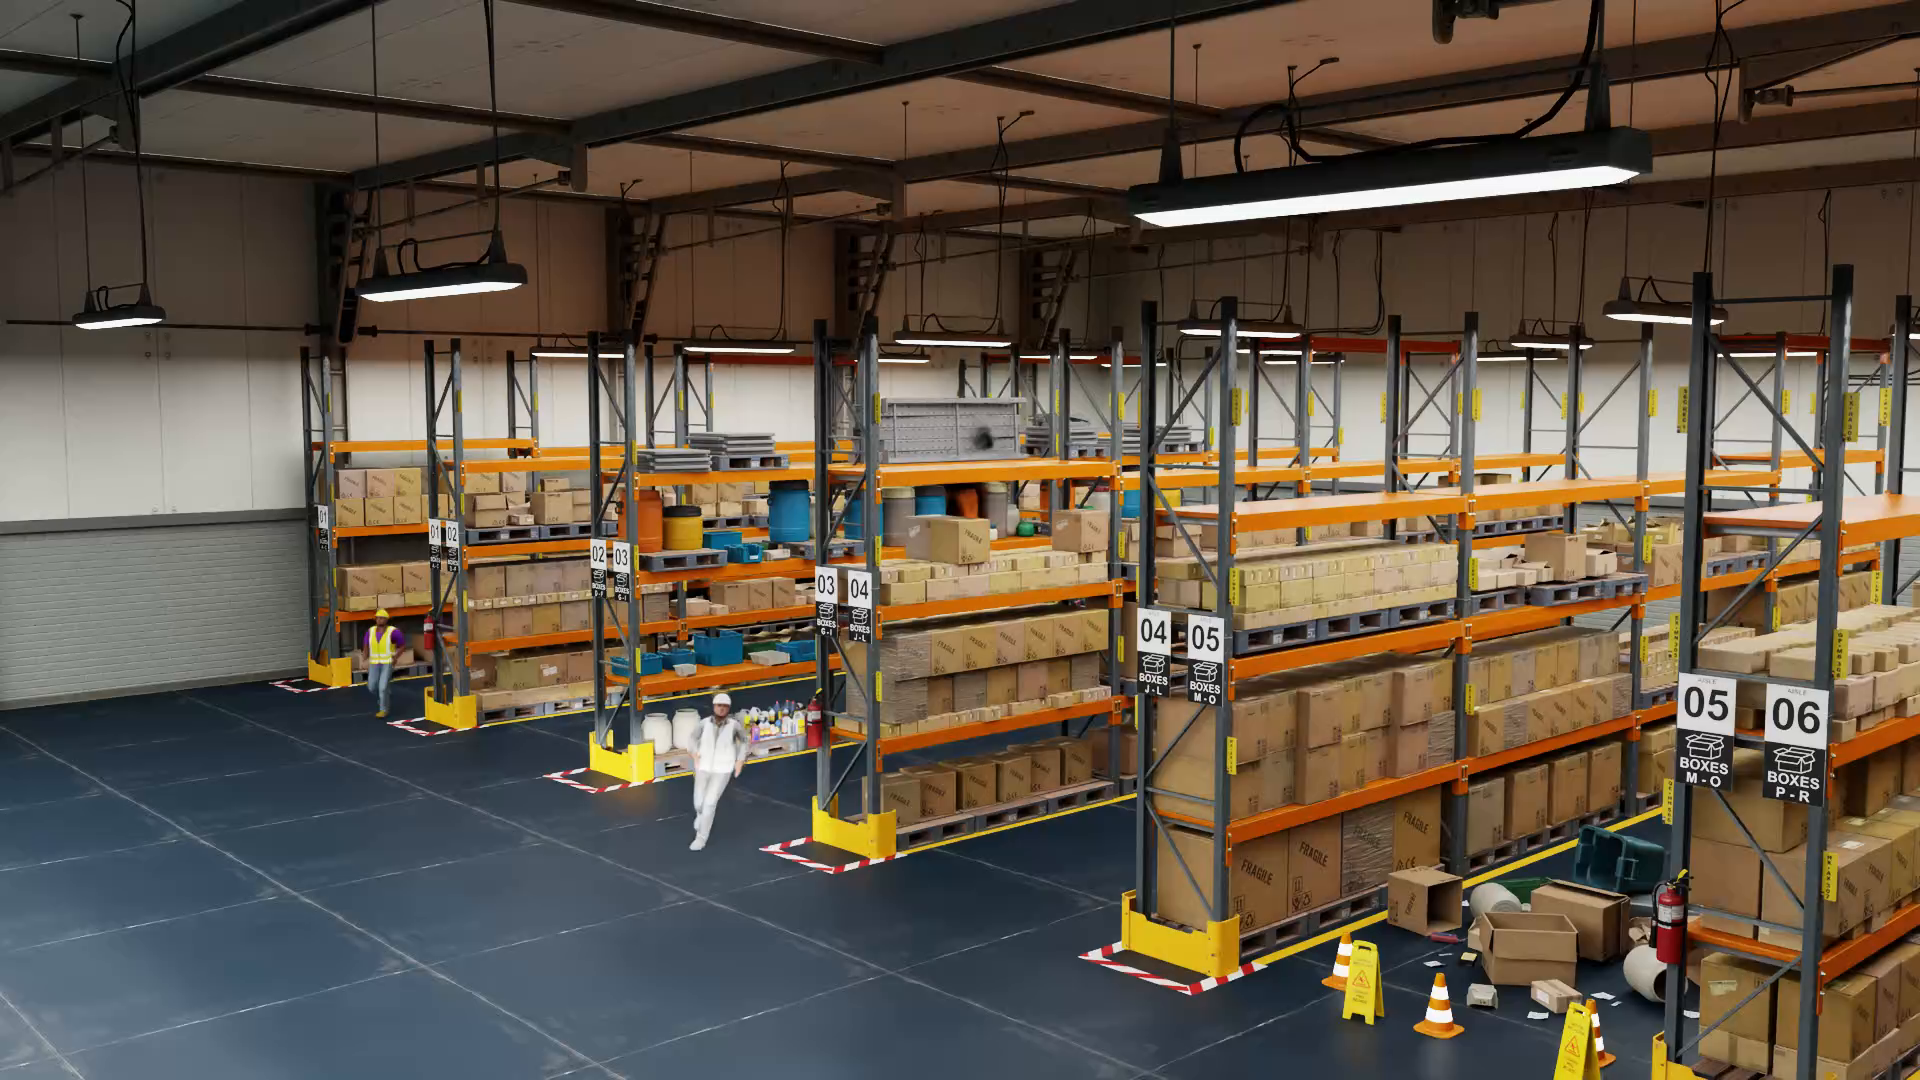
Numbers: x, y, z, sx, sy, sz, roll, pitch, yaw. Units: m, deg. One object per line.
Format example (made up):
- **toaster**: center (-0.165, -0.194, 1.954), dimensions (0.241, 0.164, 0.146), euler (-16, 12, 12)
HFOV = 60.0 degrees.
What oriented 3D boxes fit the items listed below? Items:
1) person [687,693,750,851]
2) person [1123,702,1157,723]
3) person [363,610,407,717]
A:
- **person**: center (-2.787, 2.624, 19.091), dimensions (0.714, 1.722, 0.889), euler (0, 5, 4)
- **person**: center (2.884, 1.966, 26.234), dimensions (0.681, 1.825, 0.910), euler (3, 6, 31)
- **person**: center (-9.223, 1.964, 26.624), dimensions (0.689, 1.722, 0.597), euler (0, 5, 2)
